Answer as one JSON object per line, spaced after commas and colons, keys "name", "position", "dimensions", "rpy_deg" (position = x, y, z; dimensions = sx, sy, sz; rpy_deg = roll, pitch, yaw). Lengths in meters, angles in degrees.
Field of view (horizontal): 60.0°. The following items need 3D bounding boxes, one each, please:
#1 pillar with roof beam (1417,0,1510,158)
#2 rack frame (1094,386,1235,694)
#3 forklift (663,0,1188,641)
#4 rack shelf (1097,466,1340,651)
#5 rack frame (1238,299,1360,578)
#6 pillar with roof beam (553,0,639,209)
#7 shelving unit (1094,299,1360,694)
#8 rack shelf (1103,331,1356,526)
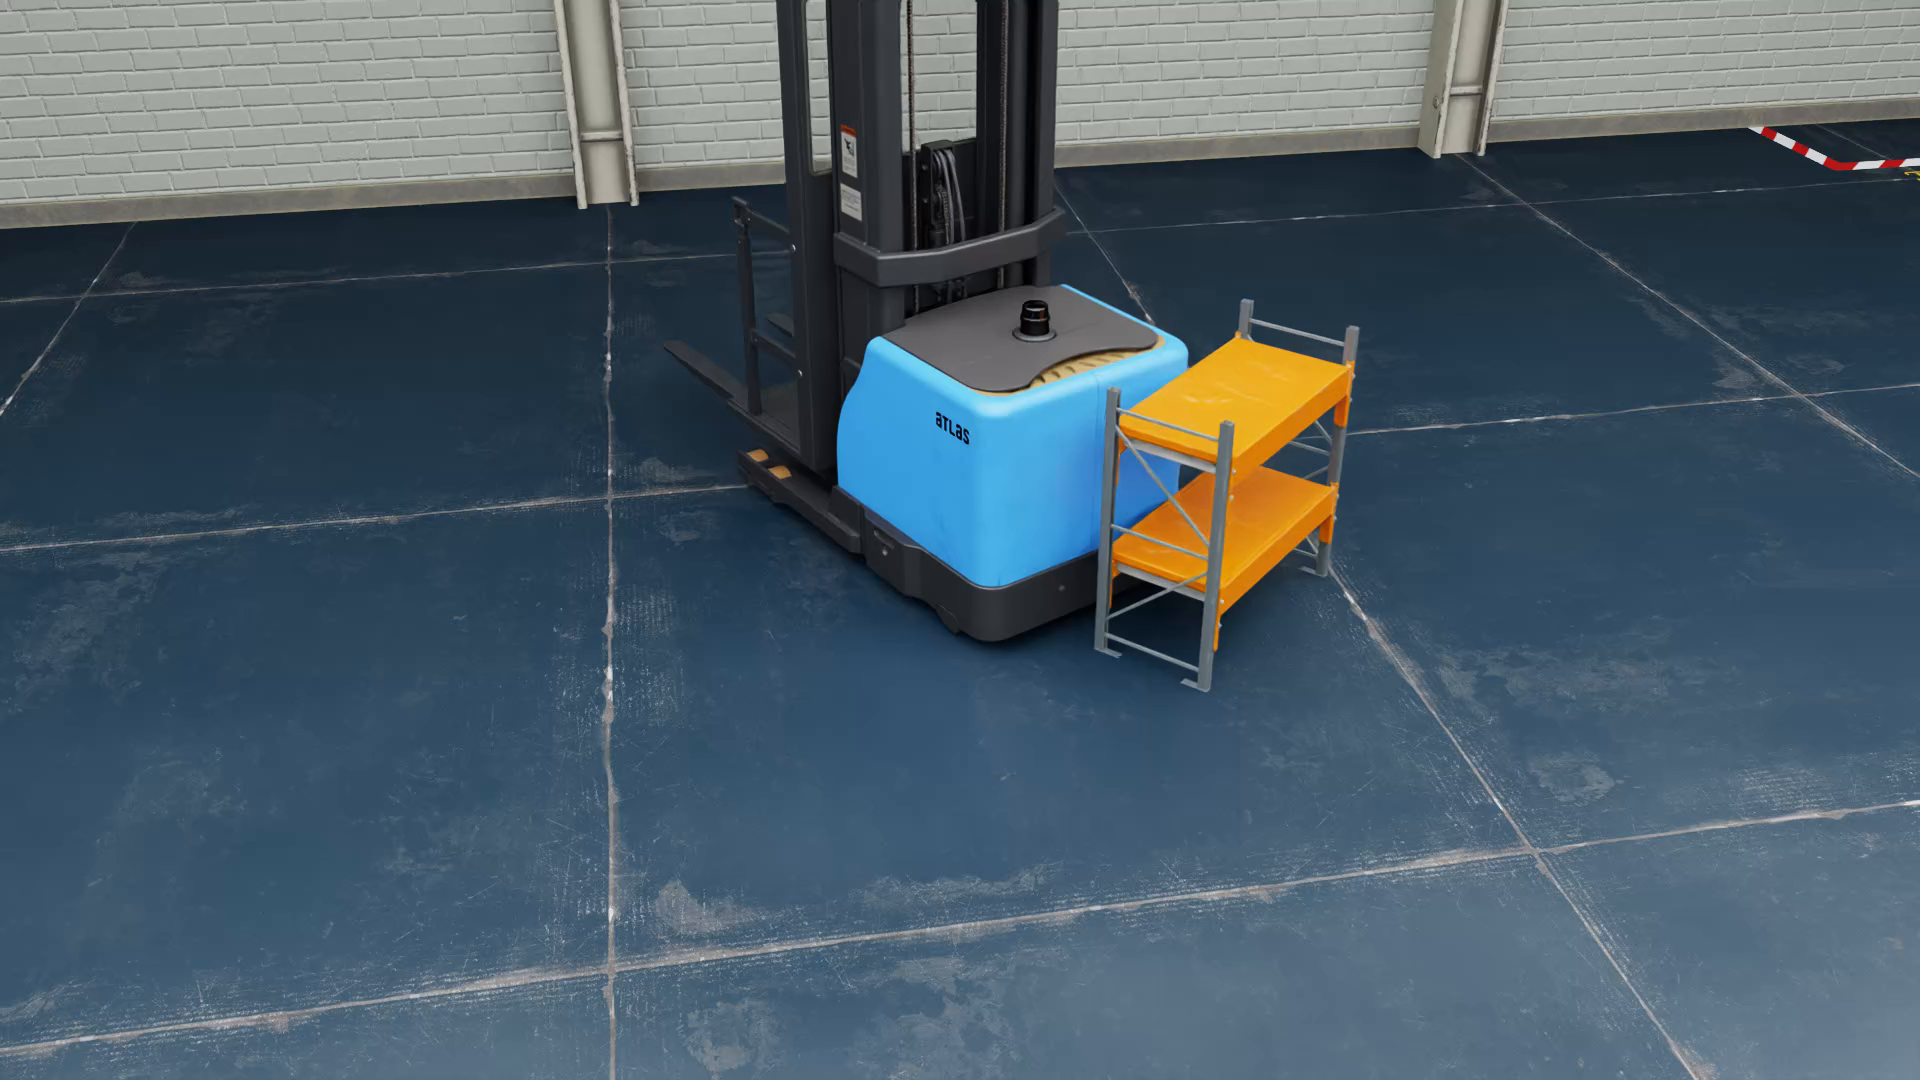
{"name": "pillar with roof beam", "position": [4.328, -4.559, 6.125], "dimensions": [0.400, 9.000, 9.100], "rpy_deg": [-5, 31, -9]}
{"name": "rack frame", "position": [0.736, 0.013, 6.119], "dimensions": [0.500, 1.125, 0.032], "rpy_deg": [20, 36, 31]}
{"name": "forklift", "position": [-0.367, -1.563, 7.017], "dimensions": [1.130, 2.935, 3.031], "rpy_deg": [-20, 36, -30]}
{"name": "rack shelf", "position": [1.036, 0.015, 6.597], "dimensions": [0.538, 0.278, 1.000], "rpy_deg": [20, 36, 31]}
{"name": "rack frame", "position": [1.335, -0.404, 6.827], "dimensions": [0.500, 1.125, 0.032], "rpy_deg": [20, 36, 31]}
{"name": "pillar with roof beam", "position": [-1.574, -4.011, 5.193], "dimensions": [0.400, 9.000, 9.100], "rpy_deg": [-5, 31, -9]}
{"name": "shelving unit", "position": [1.036, -0.196, 6.473], "dimensions": [0.538, 1.125, 1.048], "rpy_deg": [20, 36, 31]}
{"name": "rack shelf", "position": [1.036, -0.448, 6.324], "dimensions": [0.538, 0.278, 1.000], "rpy_deg": [20, 36, 31]}
